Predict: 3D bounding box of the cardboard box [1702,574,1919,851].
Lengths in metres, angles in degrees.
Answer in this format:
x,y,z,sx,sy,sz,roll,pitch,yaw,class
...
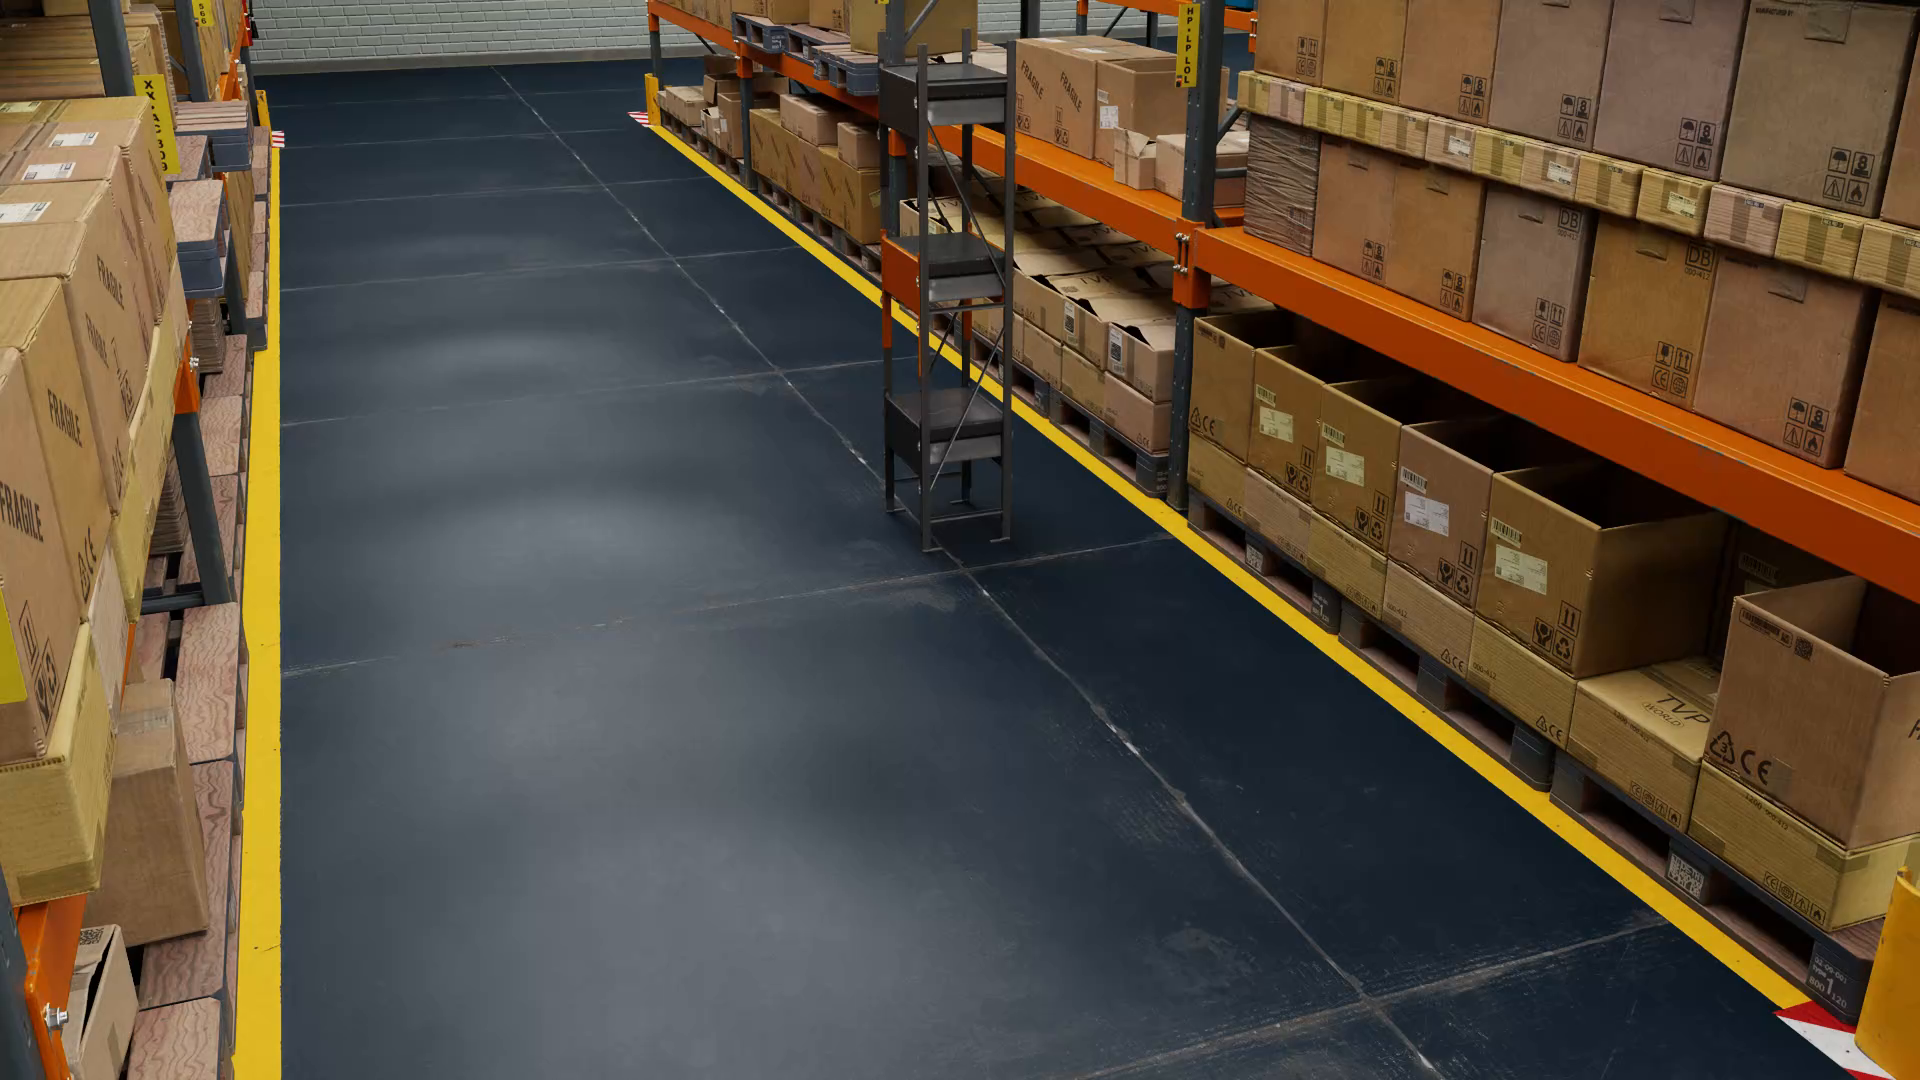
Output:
x,y,z,sx,sy,sz,roll,pitch,yaw,class
2.381,0.433,4.394,0.500,0.500,0.500,-8,24,-19,cardboard box

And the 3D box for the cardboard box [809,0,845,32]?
x,y,z,sx,sy,sz,roll,pitch,yaw,class
-0.709,-4.107,12.463,0.700,0.500,0.500,-15,27,-32,cardboard box

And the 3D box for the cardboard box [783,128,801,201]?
x,y,z,sx,sy,sz,roll,pitch,yaw,class
-1.079,-2.968,13.081,0.500,0.500,0.500,-8,24,-18,cardboard box

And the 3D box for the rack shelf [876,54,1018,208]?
x,y,z,sx,sy,sz,roll,pitch,yaw,class
-0.058,-1.660,6.718,0.431,0.518,0.480,-8,24,-19,rack shelf

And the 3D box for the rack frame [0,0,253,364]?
x,y,z,sx,sy,sz,roll,pitch,yaw,class
-4.610,-2.366,9.002,1.000,3.000,0.127,-8,24,-19,rack frame

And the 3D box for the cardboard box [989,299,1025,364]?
x,y,z,sx,sy,sz,roll,pitch,yaw,class
0.481,-1.186,9.202,0.500,0.250,0.500,-8,24,-18,cardboard box

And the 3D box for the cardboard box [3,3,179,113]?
x,y,z,sx,sy,sz,roll,pitch,yaw,class
-4.435,-2.446,8.496,0.700,0.500,0.500,-11,25,-25,cardboard box

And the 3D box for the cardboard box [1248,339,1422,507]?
x,y,z,sx,sy,sz,roll,pitch,yaw,class
1.491,-0.474,6.547,0.500,0.500,0.500,-8,24,-19,cardboard box

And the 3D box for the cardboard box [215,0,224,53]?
x,y,z,sx,sy,sz,roll,pitch,yaw,class
-5.266,-3.511,11.181,0.500,0.500,0.500,-8,24,-19,cardboard box

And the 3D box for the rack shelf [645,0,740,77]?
x,y,z,sx,sy,sz,roll,pitch,yaw,class
-2.097,-4.896,15.930,1.077,0.370,4.000,-8,24,-19,rack shelf

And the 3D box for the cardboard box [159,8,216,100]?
x,y,z,sx,sy,sz,roll,pitch,yaw,class
-4.543,-2.770,9.423,0.500,0.500,0.500,-8,24,-17,cardboard box

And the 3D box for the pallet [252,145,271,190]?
x,y,z,sx,sy,sz,roll,pitch,yaw,class
-6.654,-3.266,14.727,1.003,0.211,1.213,-8,24,-19,pallet

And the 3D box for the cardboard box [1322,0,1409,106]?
x,y,z,sx,sy,sz,roll,pitch,yaw,class
1.778,-1.894,6.083,0.700,0.500,0.500,-8,24,-19,cardboard box

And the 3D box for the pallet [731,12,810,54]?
x,y,z,sx,sy,sz,roll,pitch,yaw,class
-1.210,-4.107,13.379,1.003,0.211,1.213,-8,24,-19,pallet

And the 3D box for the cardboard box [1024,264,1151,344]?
x,y,z,sx,sy,sz,roll,pitch,yaw,class
0.661,-1.257,8.647,0.500,0.311,0.500,-8,24,-19,cardboard box

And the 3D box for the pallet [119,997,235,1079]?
x,y,z,sx,sy,sz,roll,pitch,yaw,class
-2.065,1.498,3.425,1.003,0.211,1.213,-8,24,-19,pallet

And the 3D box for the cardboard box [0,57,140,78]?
x,y,z,sx,sy,sz,roll,pitch,yaw,class
-3.536,-1.555,6.383,0.700,0.500,0.500,-6,24,-14,cardboard box

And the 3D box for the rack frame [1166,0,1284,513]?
x,y,z,sx,sy,sz,roll,pitch,yaw,class
1.436,-1.594,7.170,1.000,3.000,0.127,-8,24,-19,rack frame

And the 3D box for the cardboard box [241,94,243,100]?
x,y,z,sx,sy,sz,roll,pitch,yaw,class
-6.142,-3.596,13.761,0.380,0.149,0.250,-8,24,-17,cardboard box

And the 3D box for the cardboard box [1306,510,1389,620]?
x,y,z,sx,sy,sz,roll,pitch,yaw,class
1.659,0.054,6.258,0.500,0.250,0.500,-8,24,-19,cardboard box

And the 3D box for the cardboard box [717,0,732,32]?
x,y,z,sx,sy,sz,roll,pitch,yaw,class
-1.807,-4.693,14.394,0.500,0.500,0.500,-8,24,-18,cardboard box

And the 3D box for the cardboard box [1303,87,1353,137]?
x,y,z,sx,sy,sz,roll,pitch,yaw,class
1.531,-1.630,6.291,0.380,0.149,0.250,-9,24,-20,cardboard box

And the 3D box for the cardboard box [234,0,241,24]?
x,y,z,sx,sy,sz,roll,pitch,yaw,class
-6.980,-4.965,14.781,0.980,0.700,0.700,-9,24,-19,cardboard box

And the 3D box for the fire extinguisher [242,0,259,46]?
x,y,z,sx,sy,sz,roll,pitch,yaw,class
-7.058,-5.184,16.267,0.296,0.674,0.183,-8,24,-19,fire extinguisher

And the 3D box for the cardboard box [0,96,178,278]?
x,y,z,sx,sy,sz,roll,pitch,yaw,class
-2.741,-1.069,5.127,0.500,0.500,0.500,-8,24,-19,cardboard box

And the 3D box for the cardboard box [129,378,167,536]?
x,y,z,sx,sy,sz,roll,pitch,yaw,class
-2.207,-0.177,3.976,0.500,0.250,0.500,-8,24,-19,cardboard box

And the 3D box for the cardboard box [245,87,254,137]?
x,y,z,sx,sy,sz,roll,pitch,yaw,class
-7.096,-4.074,15.732,0.700,0.500,0.500,-8,24,-19,cardboard box

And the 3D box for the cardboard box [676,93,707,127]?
x,y,z,sx,sy,sz,roll,pitch,yaw,class
-2.524,-4.290,16.540,0.500,0.250,0.500,-8,24,-19,cardboard box

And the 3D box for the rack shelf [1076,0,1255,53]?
x,y,z,sx,sy,sz,roll,pitch,yaw,class
2.538,-5.574,17.540,1.077,0.370,4.000,-8,24,-19,rack shelf

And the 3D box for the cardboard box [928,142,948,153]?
x,y,z,sx,sy,sz,roll,pitch,yaw,class
-0.234,-2.675,12.387,0.500,0.500,0.500,-9,24,-20,cardboard box

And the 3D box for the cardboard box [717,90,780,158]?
x,y,z,sx,sy,sz,roll,pitch,yaw,class
-1.857,-3.720,14.865,0.500,0.500,0.500,-8,24,-19,cardboard box

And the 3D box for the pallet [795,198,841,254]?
x,y,z,sx,sy,sz,roll,pitch,yaw,class
-0.633,-2.481,12.866,1.003,0.211,1.213,-8,24,-19,pallet

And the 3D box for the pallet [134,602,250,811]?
x,y,z,sx,sy,sz,roll,pitch,yaw,class
-2.927,0.611,5.528,1.003,0.211,1.213,-8,24,-19,pallet

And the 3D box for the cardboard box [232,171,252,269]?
x,y,z,sx,sy,sz,roll,pitch,yaw,class
-5.051,-2.174,10.772,0.750,0.750,0.750,-8,24,-19,cardboard box

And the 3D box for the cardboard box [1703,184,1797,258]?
x,y,z,sx,sy,sz,roll,pitch,yaw,class
2.264,-0.878,4.507,0.380,0.149,0.250,-8,24,-18,cardboard box

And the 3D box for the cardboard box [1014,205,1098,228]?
x,y,z,sx,sy,sz,roll,pitch,yaw,class
0.628,-1.888,10.144,0.500,0.311,0.500,-9,24,-20,cardboard box

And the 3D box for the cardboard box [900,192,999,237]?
x,y,z,sx,sy,sz,roll,pitch,yaw,class
-0.067,-2.002,10.415,0.500,0.311,0.500,-7,24,-17,cardboard box

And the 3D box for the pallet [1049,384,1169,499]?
x,y,z,sx,sy,sz,roll,pitch,yaw,class
1.139,-0.571,8.334,1.003,0.211,1.213,-8,24,-19,pallet

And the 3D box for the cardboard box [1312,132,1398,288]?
x,y,z,sx,sy,sz,roll,pitch,yaw,class
1.791,-1.289,6.317,0.700,0.500,0.500,-9,24,-20,cardboard box

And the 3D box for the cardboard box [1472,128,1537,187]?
x,y,z,sx,sy,sz,roll,pitch,yaw,class
1.900,-1.252,5.396,0.380,0.149,0.250,-9,24,-19,cardboard box

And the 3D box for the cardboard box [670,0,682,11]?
x,y,z,sx,sy,sz,roll,pitch,yaw,class
-2.532,-5.433,16.150,0.500,0.500,0.500,-8,24,-19,cardboard box

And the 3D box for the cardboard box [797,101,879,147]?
x,y,z,sx,sy,sz,roll,pitch,yaw,class
-0.917,-3.142,12.530,0.500,0.250,0.500,-9,24,-20,cardboard box

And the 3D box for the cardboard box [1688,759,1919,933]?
x,y,z,sx,sy,sz,roll,pitch,yaw,class
2.383,0.779,4.540,0.500,0.250,0.500,-8,24,-19,cardboard box

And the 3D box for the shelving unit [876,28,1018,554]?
x,y,z,sx,sy,sz,roll,pitch,yaw,class
-0.058,-1.028,6.985,0.431,2.100,0.503,-8,24,-19,shelving unit

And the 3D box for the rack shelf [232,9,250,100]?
x,y,z,sx,sy,sz,roll,pitch,yaw,class
-6.730,-4.215,14.315,1.077,0.370,4.000,-8,24,-19,rack shelf

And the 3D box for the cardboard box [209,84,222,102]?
x,y,z,sx,sy,sz,roll,pitch,yaw,class
-4.606,-2.612,9.883,0.380,0.149,0.250,-8,24,-17,cardboard box

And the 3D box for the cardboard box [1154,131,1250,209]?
x,y,z,sx,sy,sz,roll,pitch,yaw,class
1.221,-1.698,7.609,0.500,0.250,0.500,-7,24,-16,cardboard box

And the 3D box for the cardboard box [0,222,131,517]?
x,y,z,sx,sy,sz,roll,pitch,yaw,class
-2.014,-0.329,3.372,0.500,0.500,0.500,-9,25,-21,cardboard box

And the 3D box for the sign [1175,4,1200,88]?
x,y,z,sx,sy,sz,roll,pitch,yaw,class
0.931,-2.013,6.775,0.100,0.325,0.005,-8,24,-19,sign

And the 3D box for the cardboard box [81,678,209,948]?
x,y,z,sx,sy,sz,roll,pitch,yaw,class
-2.358,0.745,4.272,0.700,0.500,0.500,-10,25,-22,cardboard box

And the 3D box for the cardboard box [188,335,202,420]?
x,y,z,sx,sy,sz,roll,pitch,yaw,class
-4.032,-0.783,7.898,0.700,0.500,0.500,-8,24,-19,cardboard box

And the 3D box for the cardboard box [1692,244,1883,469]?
x,y,z,sx,sy,sz,roll,pitch,yaw,class
2.506,-0.548,4.560,0.700,0.500,0.500,-8,24,-18,cardboard box

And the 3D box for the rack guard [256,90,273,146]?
x,y,z,sx,sy,sz,roll,pitch,yaw,class
-7.445,-4.130,16.405,1.175,0.500,0.348,-8,24,-19,rack guard

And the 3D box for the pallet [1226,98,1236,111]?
x,y,z,sx,sy,sz,roll,pitch,yaw,class
2.514,-4.600,17.892,1.003,0.211,1.213,-8,24,-19,pallet

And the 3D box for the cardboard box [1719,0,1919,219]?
x,y,z,sx,sy,sz,roll,pitch,yaw,class
2.486,-1.165,4.354,0.700,0.500,0.500,-9,24,-20,cardboard box

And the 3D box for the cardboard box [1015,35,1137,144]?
x,y,z,sx,sy,sz,roll,pitch,yaw,class
0.631,-2.486,9.158,0.500,0.500,0.500,-10,25,-22,cardboard box

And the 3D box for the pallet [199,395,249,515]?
x,y,z,sx,sy,sz,roll,pitch,yaw,class
-3.909,-0.355,7.820,1.003,0.211,1.213,-8,24,-19,pallet

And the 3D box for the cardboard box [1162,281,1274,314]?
x,y,z,sx,sy,sz,roll,pitch,yaw,class
1.351,-1.146,8.384,0.500,0.311,0.500,-9,24,-20,cardboard box
